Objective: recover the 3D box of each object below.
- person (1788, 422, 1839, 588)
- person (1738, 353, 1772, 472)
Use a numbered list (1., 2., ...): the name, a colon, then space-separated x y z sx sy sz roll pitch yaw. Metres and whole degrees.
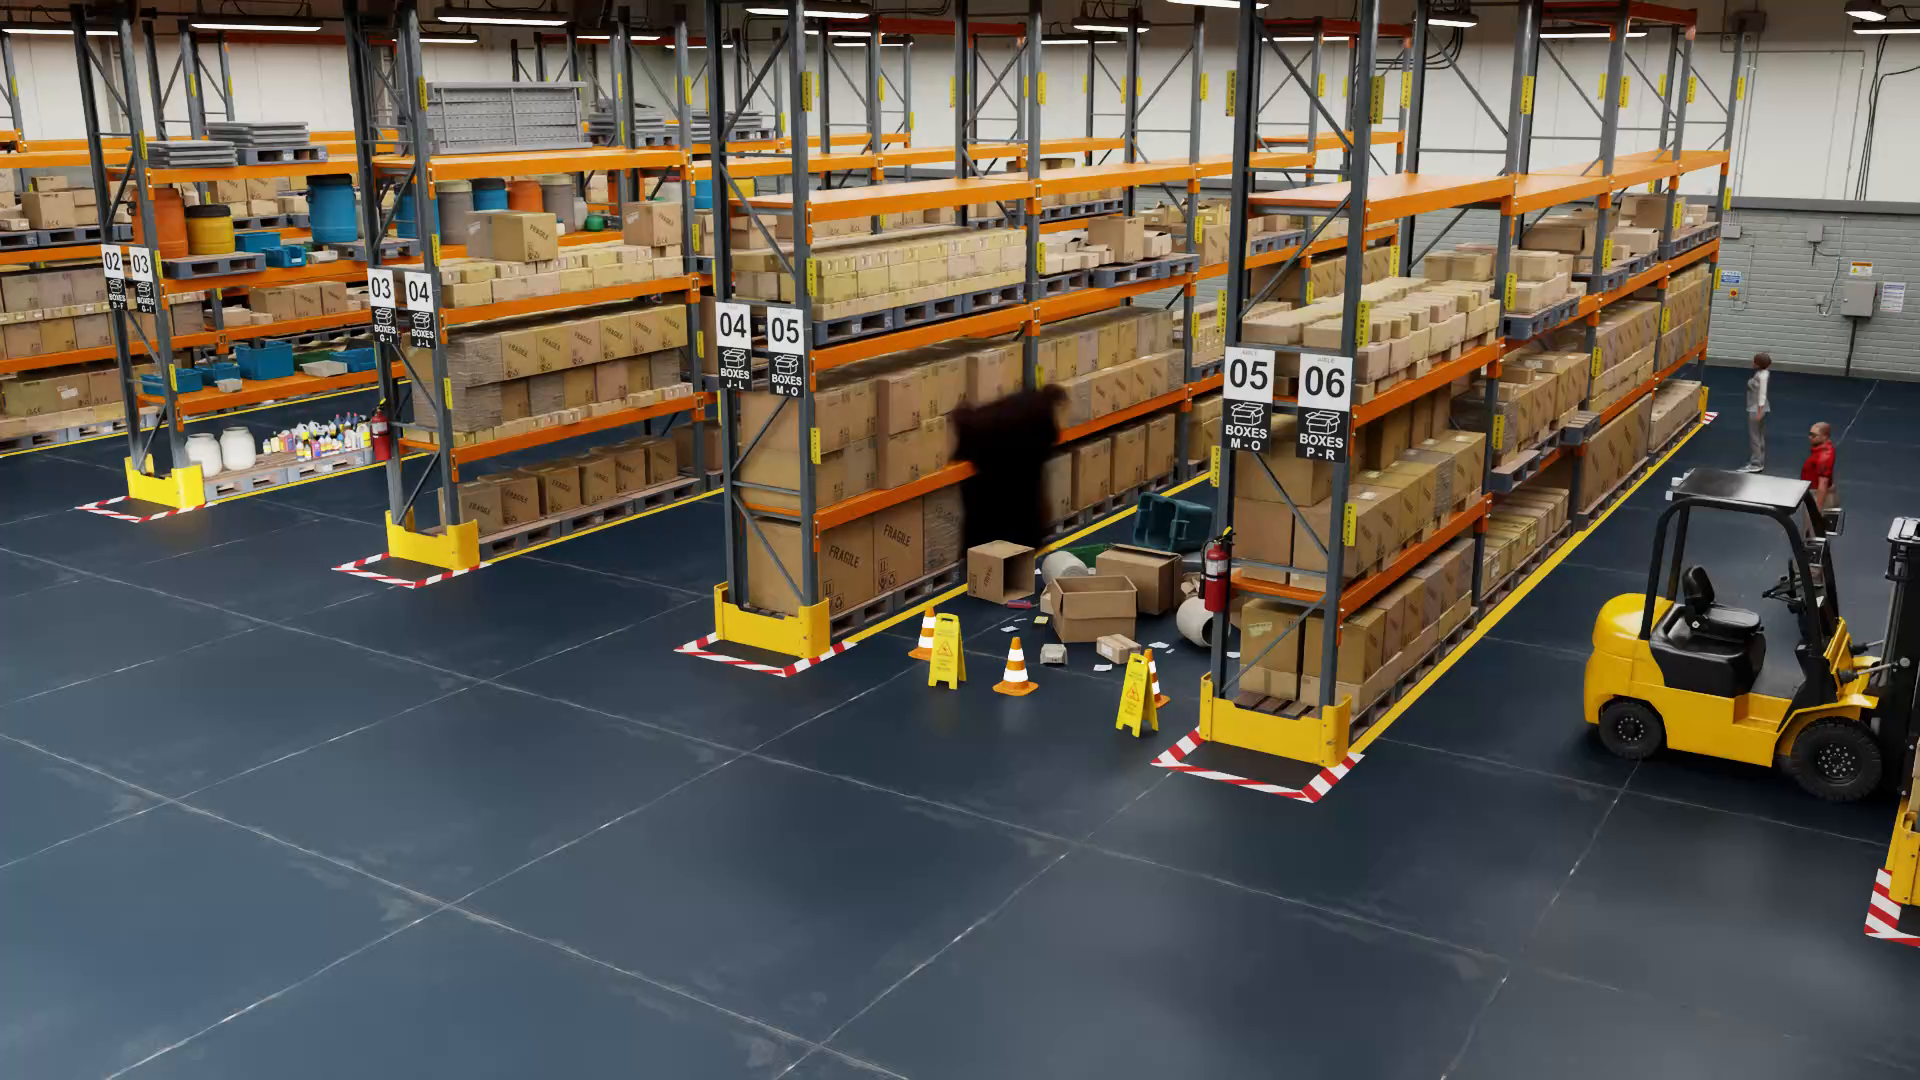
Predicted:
1. person: 8.942 -0.376 17.353 0.376 1.734 0.567 13 20 39
2. person: 10.755 -1.724 22.434 0.344 1.608 0.502 11 19 33
